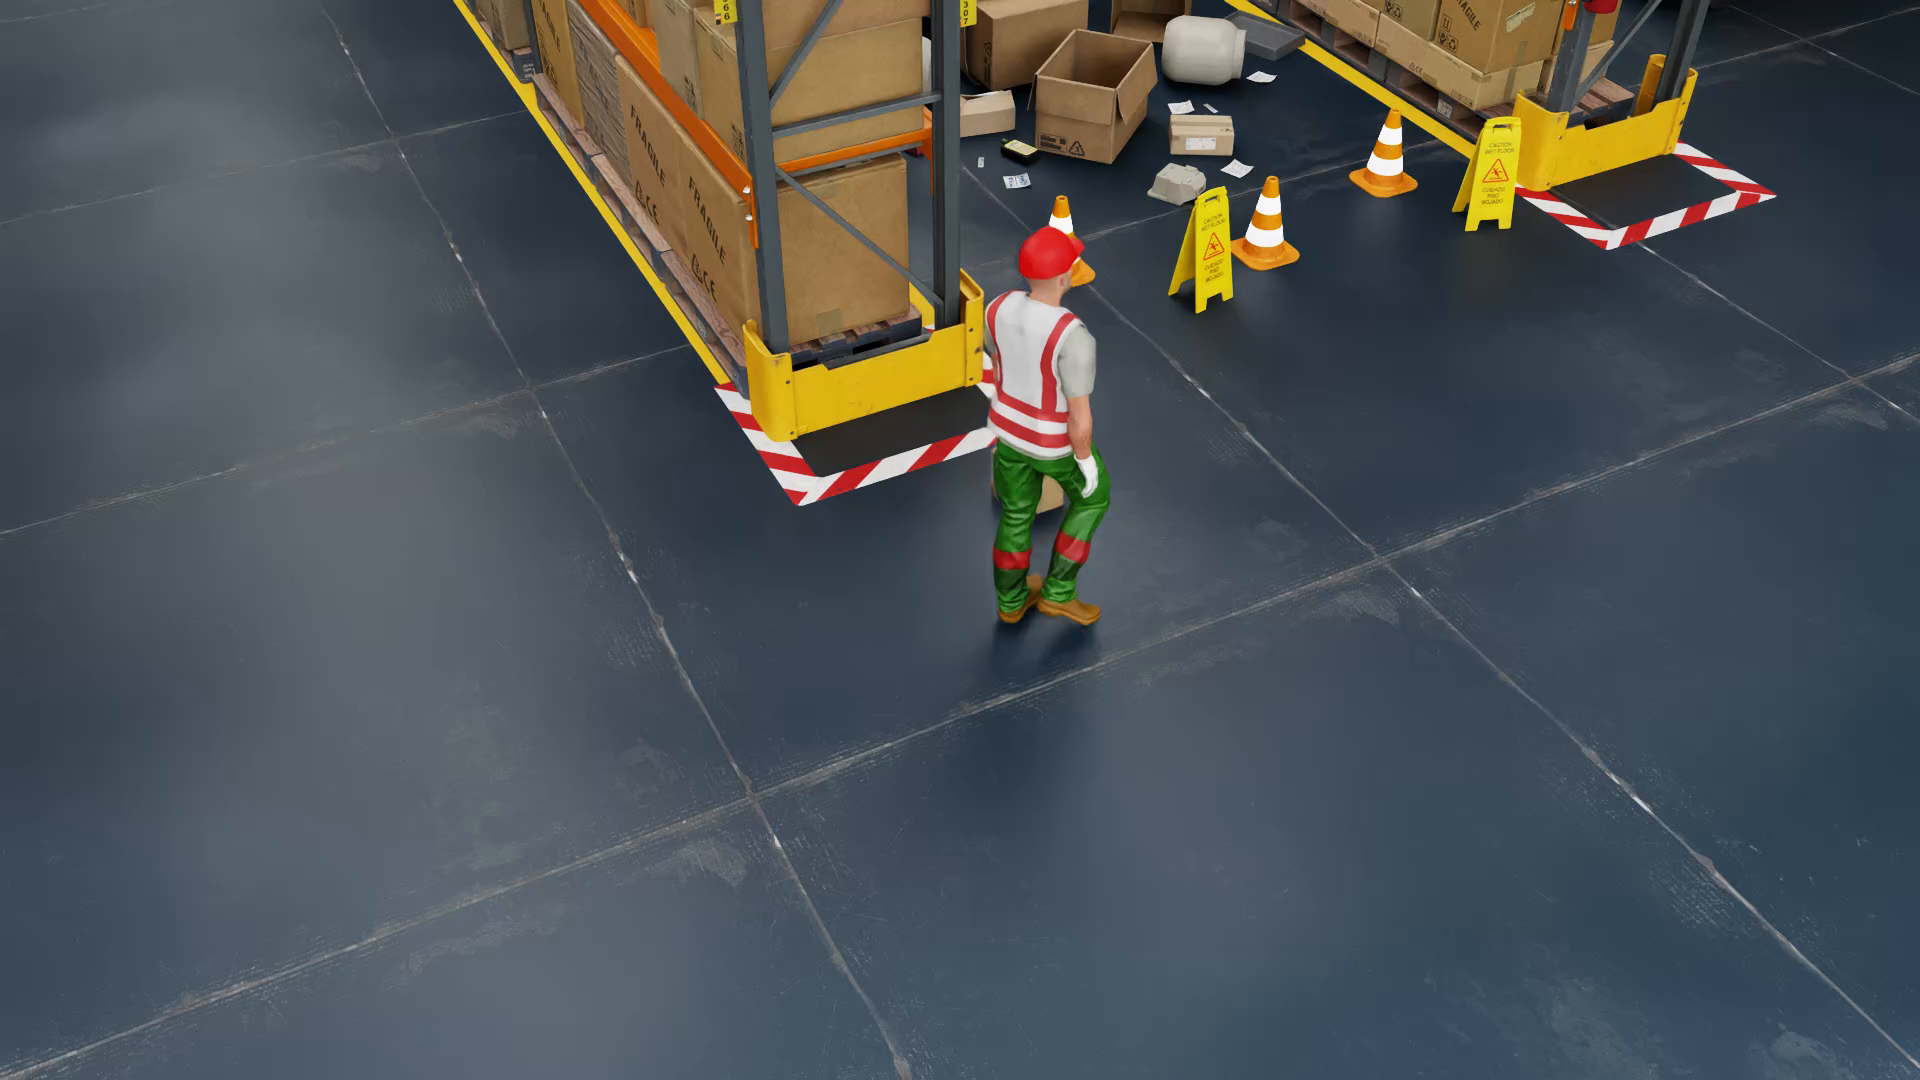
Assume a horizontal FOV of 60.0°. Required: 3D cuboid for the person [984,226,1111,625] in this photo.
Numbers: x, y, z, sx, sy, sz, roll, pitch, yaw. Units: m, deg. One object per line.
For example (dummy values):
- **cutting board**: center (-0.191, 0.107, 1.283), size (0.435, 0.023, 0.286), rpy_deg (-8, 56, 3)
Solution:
- **person**: center (0.337, -0.420, 6.591), size (0.581, 1.775, 0.444), rpy_deg (27, 48, 28)
